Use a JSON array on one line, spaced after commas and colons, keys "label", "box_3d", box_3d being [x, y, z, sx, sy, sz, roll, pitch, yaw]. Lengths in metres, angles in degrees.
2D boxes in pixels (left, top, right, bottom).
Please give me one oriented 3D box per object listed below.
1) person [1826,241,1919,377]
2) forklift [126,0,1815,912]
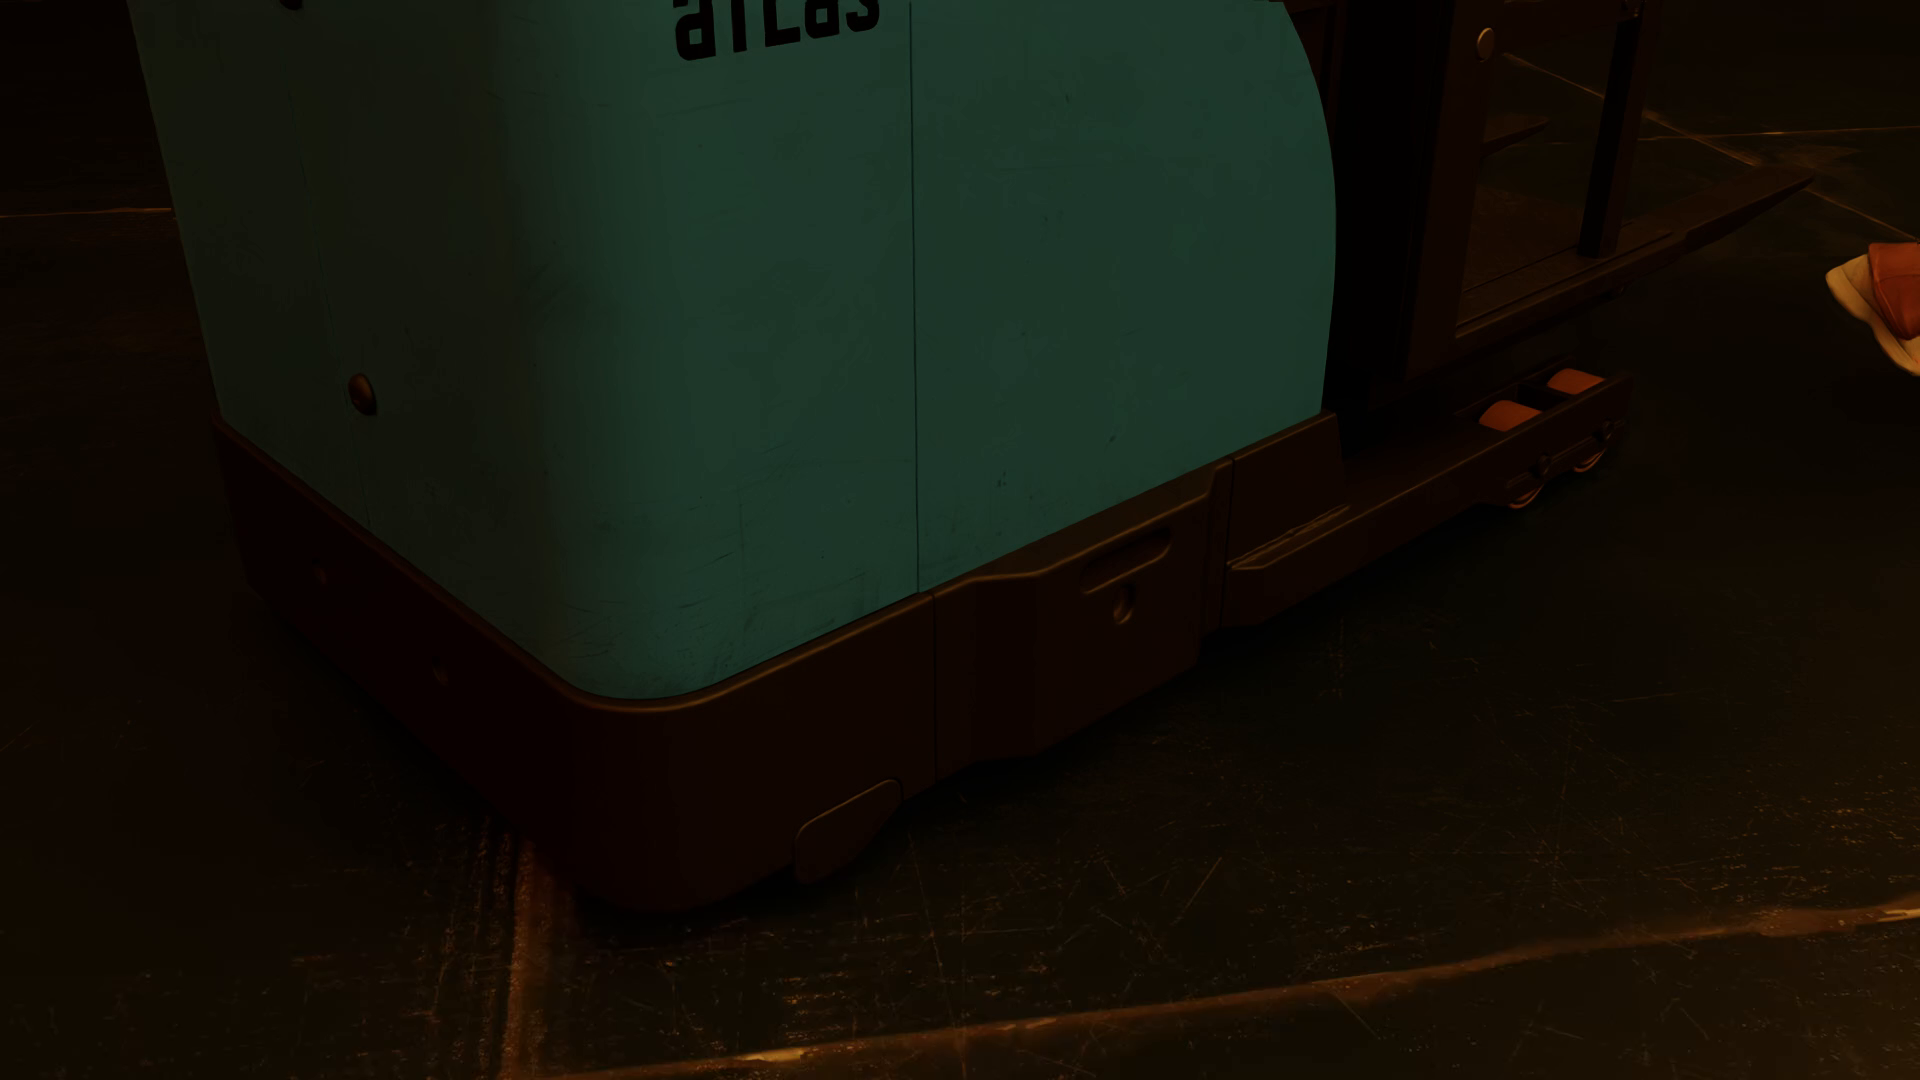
[{"label": "person", "box_3d": [2.044, -0.954, 2.760, 0.944, 1.379, 0.866, 5, 28, 9]}, {"label": "forklift", "box_3d": [0.451, -1.503, 2.205, 3.031, 2.935, 1.130, -23, 36, -37]}]
